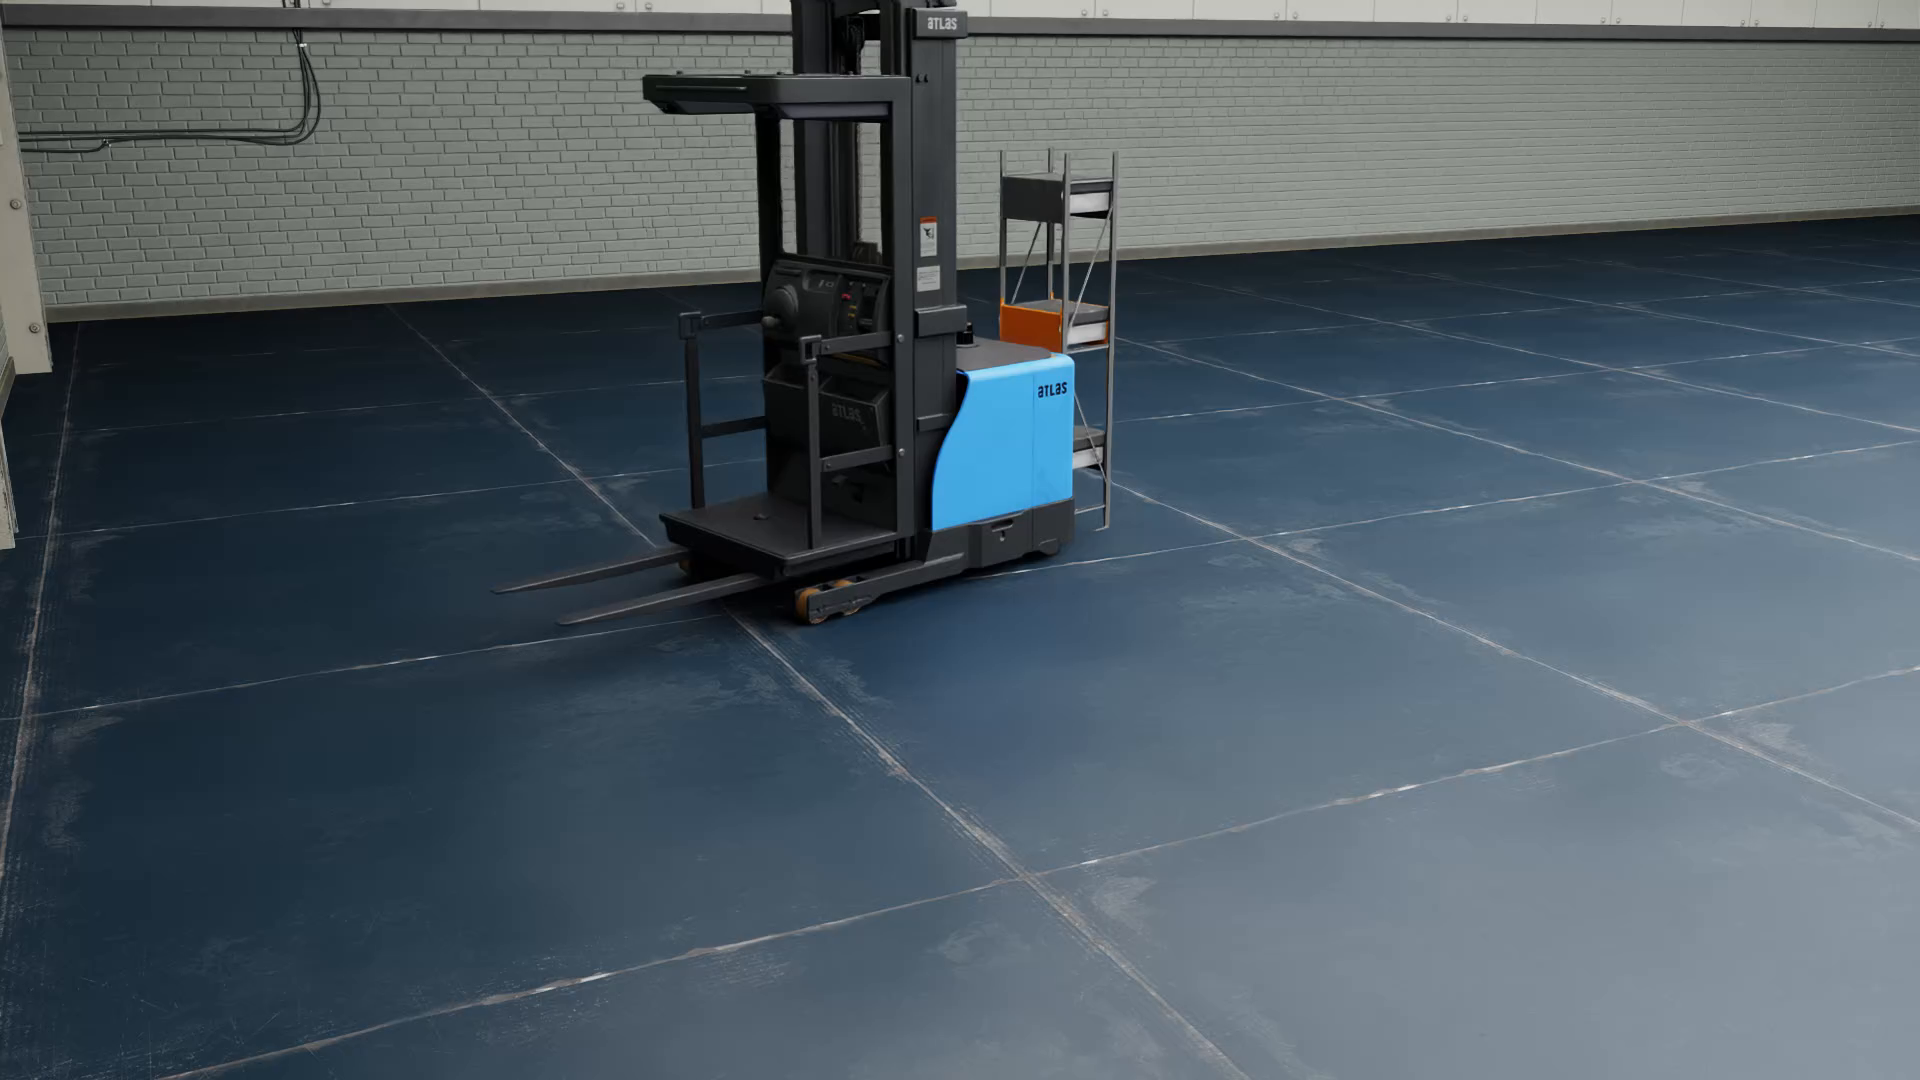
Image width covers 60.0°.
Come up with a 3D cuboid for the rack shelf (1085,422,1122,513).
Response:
[{"bbox_3d":[0.602,-0.420,9.494,0.431,0.518,0.480,-14,21,-40],"label":"rack shelf"}]

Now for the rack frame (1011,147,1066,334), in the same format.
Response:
[{"bbox_3d":[0.439,-1.156,9.472,0.400,2.100,0.015,-14,21,-40],"label":"rack frame"}]

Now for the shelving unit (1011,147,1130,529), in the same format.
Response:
[{"bbox_3d":[0.602,-1.106,9.297,0.431,2.100,0.503,-14,21,-40],"label":"shelving unit"}]

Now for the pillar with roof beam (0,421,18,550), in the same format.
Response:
[{"bbox_3d":[-1.529,-4.833,9.777,9.100,9.000,0.400,-8,18,-25],"label":"pillar with roof beam"}]

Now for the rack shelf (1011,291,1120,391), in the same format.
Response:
[{"bbox_3d":[0.602,-1.093,9.301,0.431,0.518,0.480,-14,21,-40],"label":"rack shelf"}]

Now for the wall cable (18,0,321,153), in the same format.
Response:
[{"bbox_3d":[-8.130,-5.198,16.680,3.097,2.526,0.112,-8,18,-25],"label":"wall cable"}]

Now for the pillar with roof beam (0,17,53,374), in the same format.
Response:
[{"bbox_3d":[-4.158,-6.321,14.962,9.100,9.000,0.400,-8,18,-25],"label":"pillar with roof beam"}]

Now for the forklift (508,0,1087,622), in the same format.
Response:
[{"bbox_3d":[-0.746,-1.192,8.092,3.031,2.935,1.130,-14,21,-40],"label":"forklift"}]

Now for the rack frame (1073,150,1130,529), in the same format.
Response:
[{"bbox_3d":[0.765,-1.056,9.123,0.400,2.100,0.015,-14,21,-40],"label":"rack frame"}]

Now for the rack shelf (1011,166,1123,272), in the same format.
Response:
[{"bbox_3d":[0.602,-1.765,9.108,0.431,0.518,0.480,-14,21,-40],"label":"rack shelf"}]
